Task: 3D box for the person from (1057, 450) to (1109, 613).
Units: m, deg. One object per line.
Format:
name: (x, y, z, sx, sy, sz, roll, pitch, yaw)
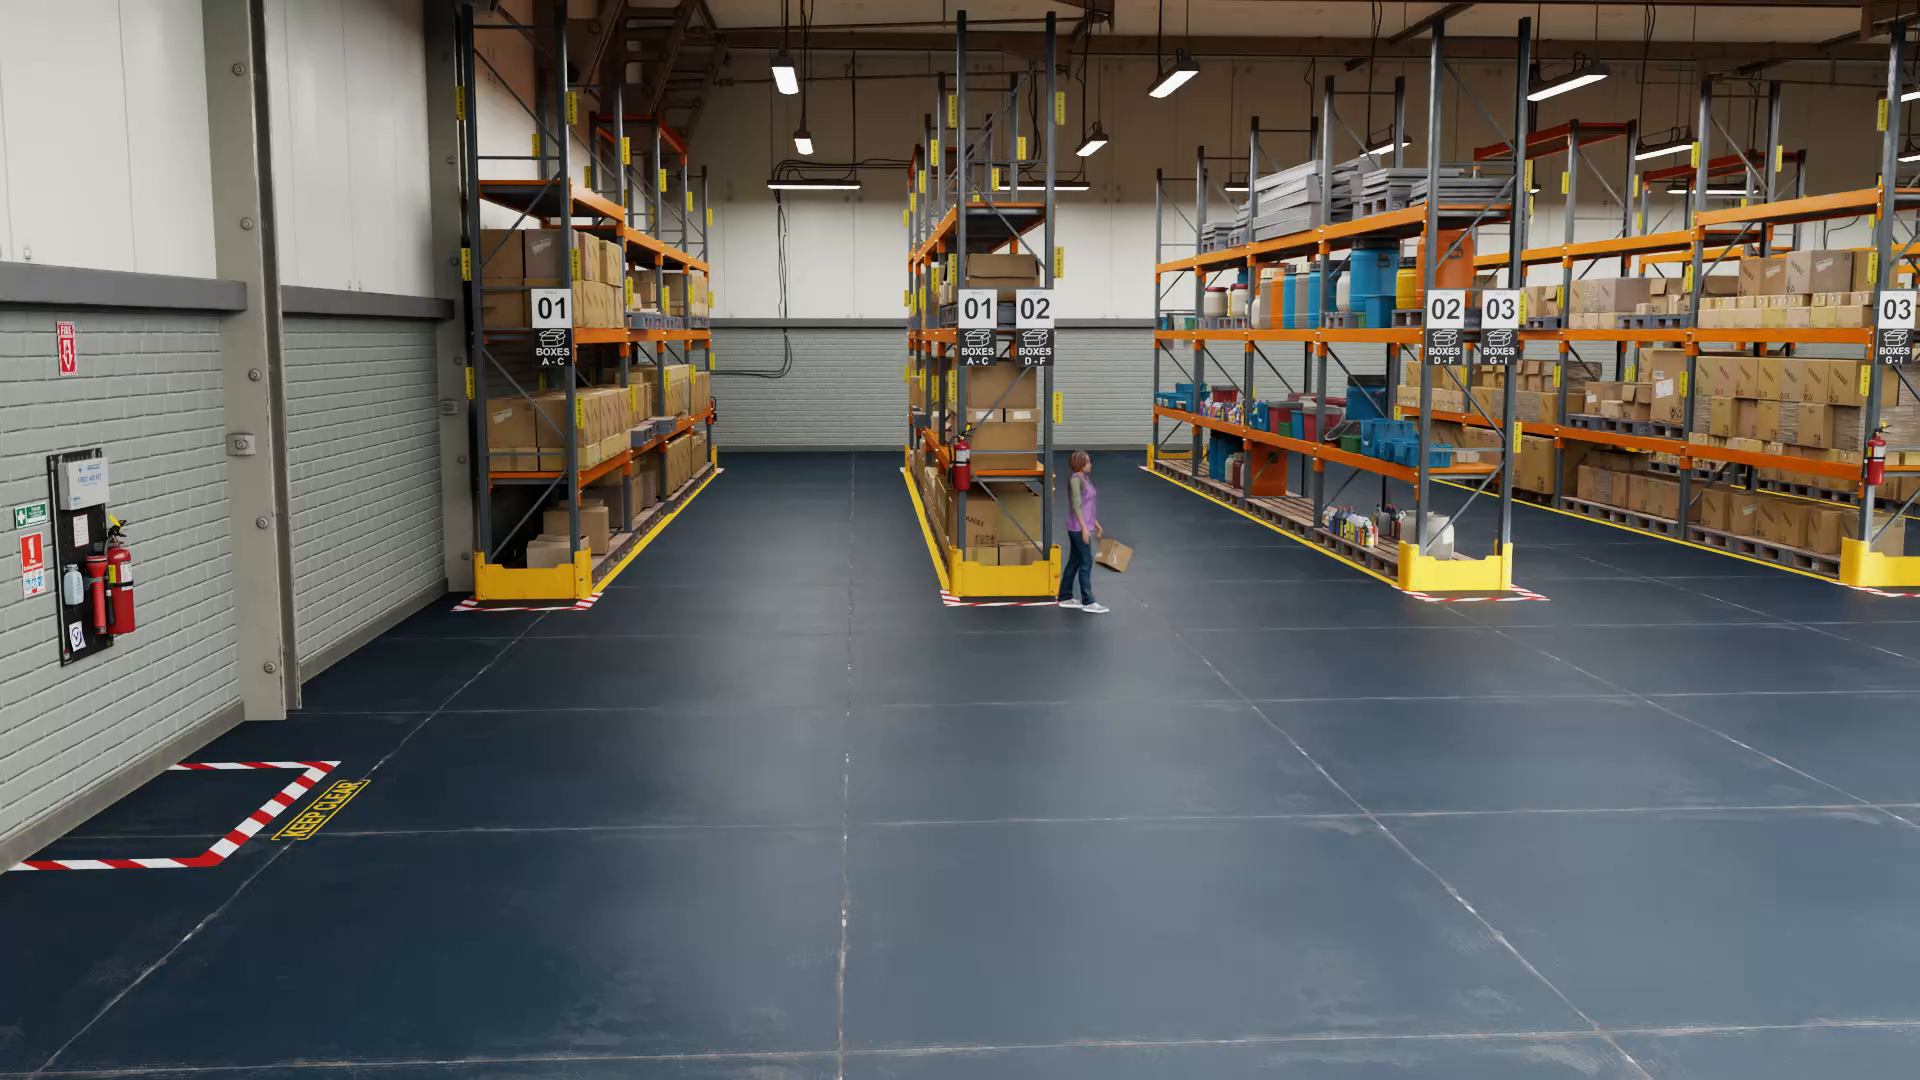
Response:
person: (1.234, -0.090, 16.480, 0.550, 1.595, 0.510, 2, 7, 14)
